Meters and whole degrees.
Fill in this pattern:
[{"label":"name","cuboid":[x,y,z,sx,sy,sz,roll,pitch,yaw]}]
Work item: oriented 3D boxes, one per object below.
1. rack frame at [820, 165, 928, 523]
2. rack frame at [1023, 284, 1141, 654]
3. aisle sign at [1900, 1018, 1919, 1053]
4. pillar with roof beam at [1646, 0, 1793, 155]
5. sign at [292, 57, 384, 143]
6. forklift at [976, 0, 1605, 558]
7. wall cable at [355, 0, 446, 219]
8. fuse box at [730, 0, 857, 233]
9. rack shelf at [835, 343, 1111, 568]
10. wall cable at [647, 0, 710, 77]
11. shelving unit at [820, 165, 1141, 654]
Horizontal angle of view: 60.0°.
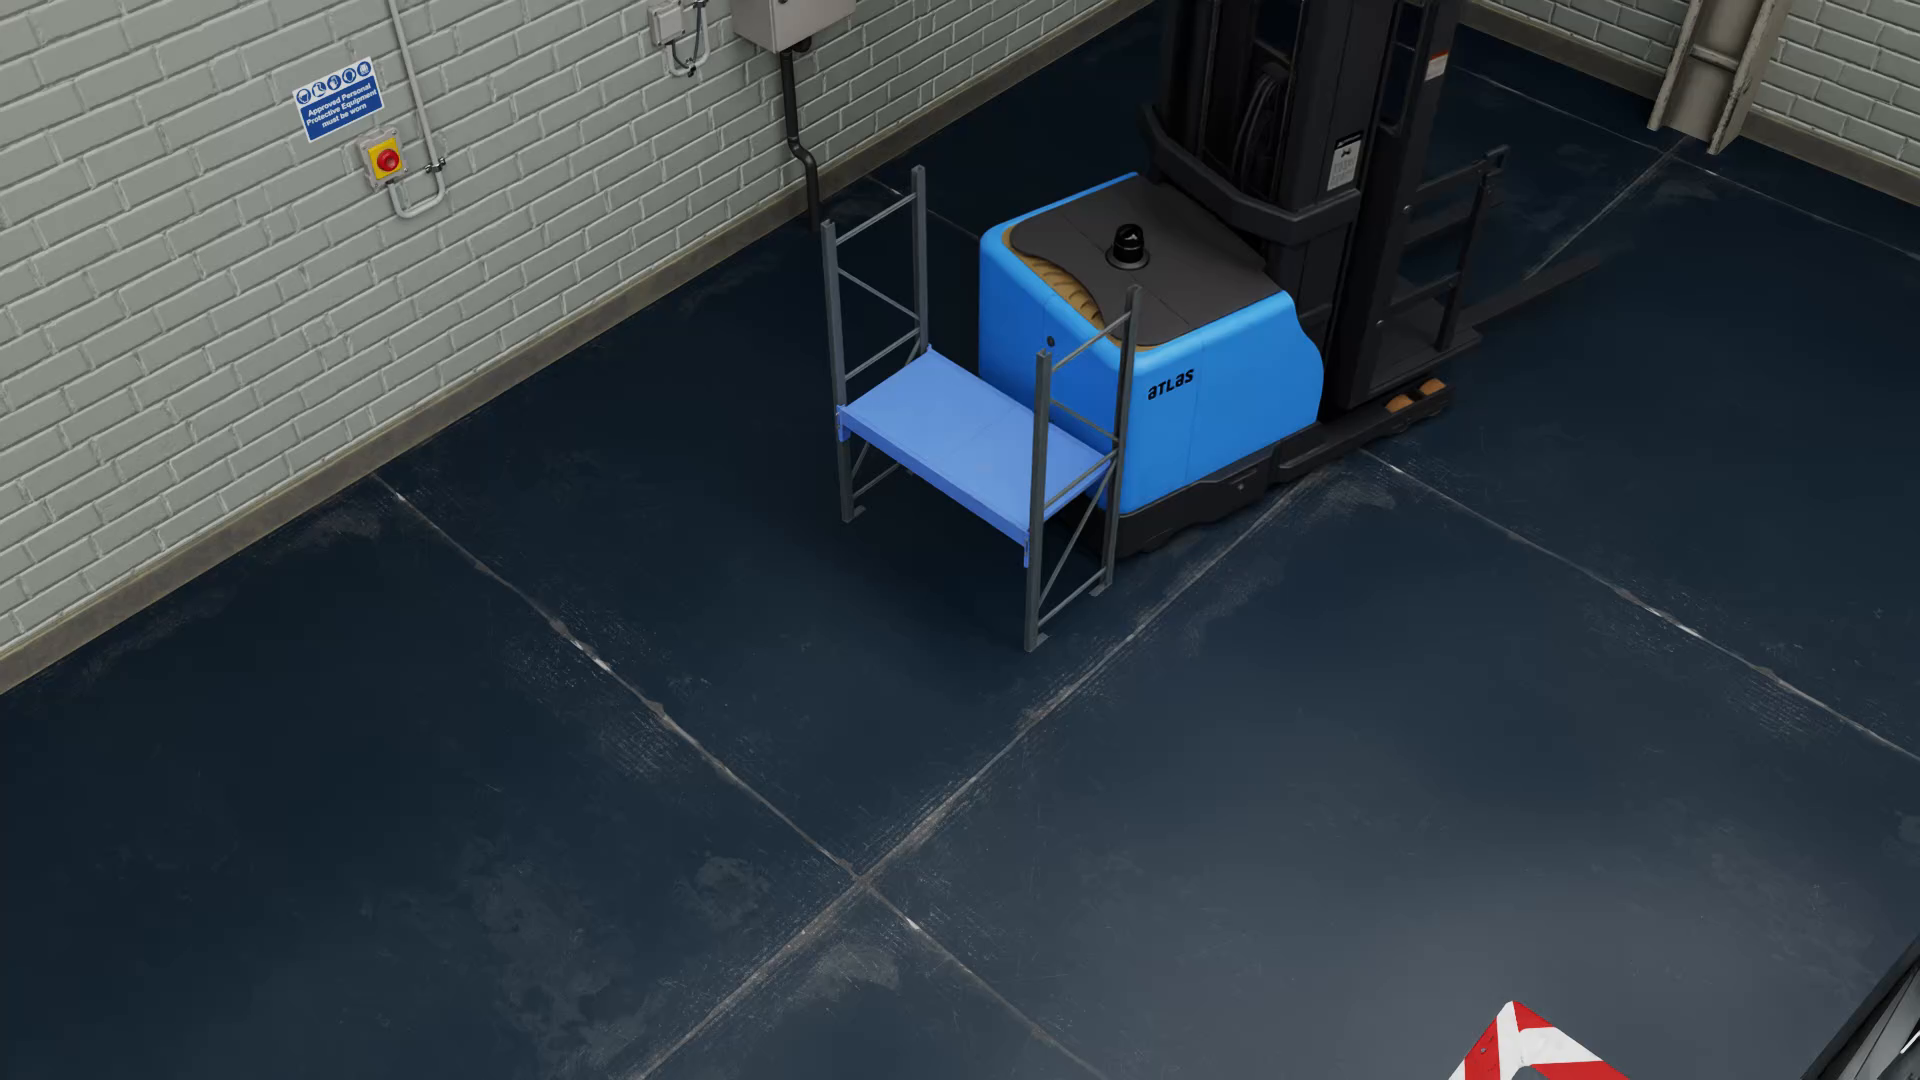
[{"label":"rack frame","cuboid":[-0.310,-0.722,6.508,0.032,1.500,0.500,35,56,28]},{"label":"rack frame","cuboid":[0.429,-0.213,6.030,0.032,1.500,0.500,35,56,28]},{"label":"aisle sign","cuboid":[1.695,0.476,2.571,0.004,0.787,0.394,34,55,28]},{"label":"pillar with roof beam","cuboid":[1.019,-2.978,3.482,0.400,9.000,9.100,34,55,28]},{"label":"sign","cuboid":[-2.292,-1.626,6.143,0.001,0.218,0.327,34,55,28]},{"label":"forklift","cuboid":[1.576,-1.773,6.513,3.031,2.935,1.130,-25,52,-22]},{"label":"wall cable","cuboid":[-2.214,-1.888,5.855,0.123,1.953,0.585,34,55,28]},{"label":"fuse box","cuboid":[-0.682,-2.142,7.696,0.414,1.711,0.539,34,55,28]},{"label":"rack shelf","cuboid":[0.060,-0.345,6.400,1.000,0.185,0.538,35,56,28]},{"label":"wall cable","cuboid":[-1.261,-2.643,6.586,0.122,1.984,0.588,34,55,28]},{"label":"shelving unit","cuboid":[0.060,-0.468,6.269,1.048,1.500,0.538,35,56,28]}]
